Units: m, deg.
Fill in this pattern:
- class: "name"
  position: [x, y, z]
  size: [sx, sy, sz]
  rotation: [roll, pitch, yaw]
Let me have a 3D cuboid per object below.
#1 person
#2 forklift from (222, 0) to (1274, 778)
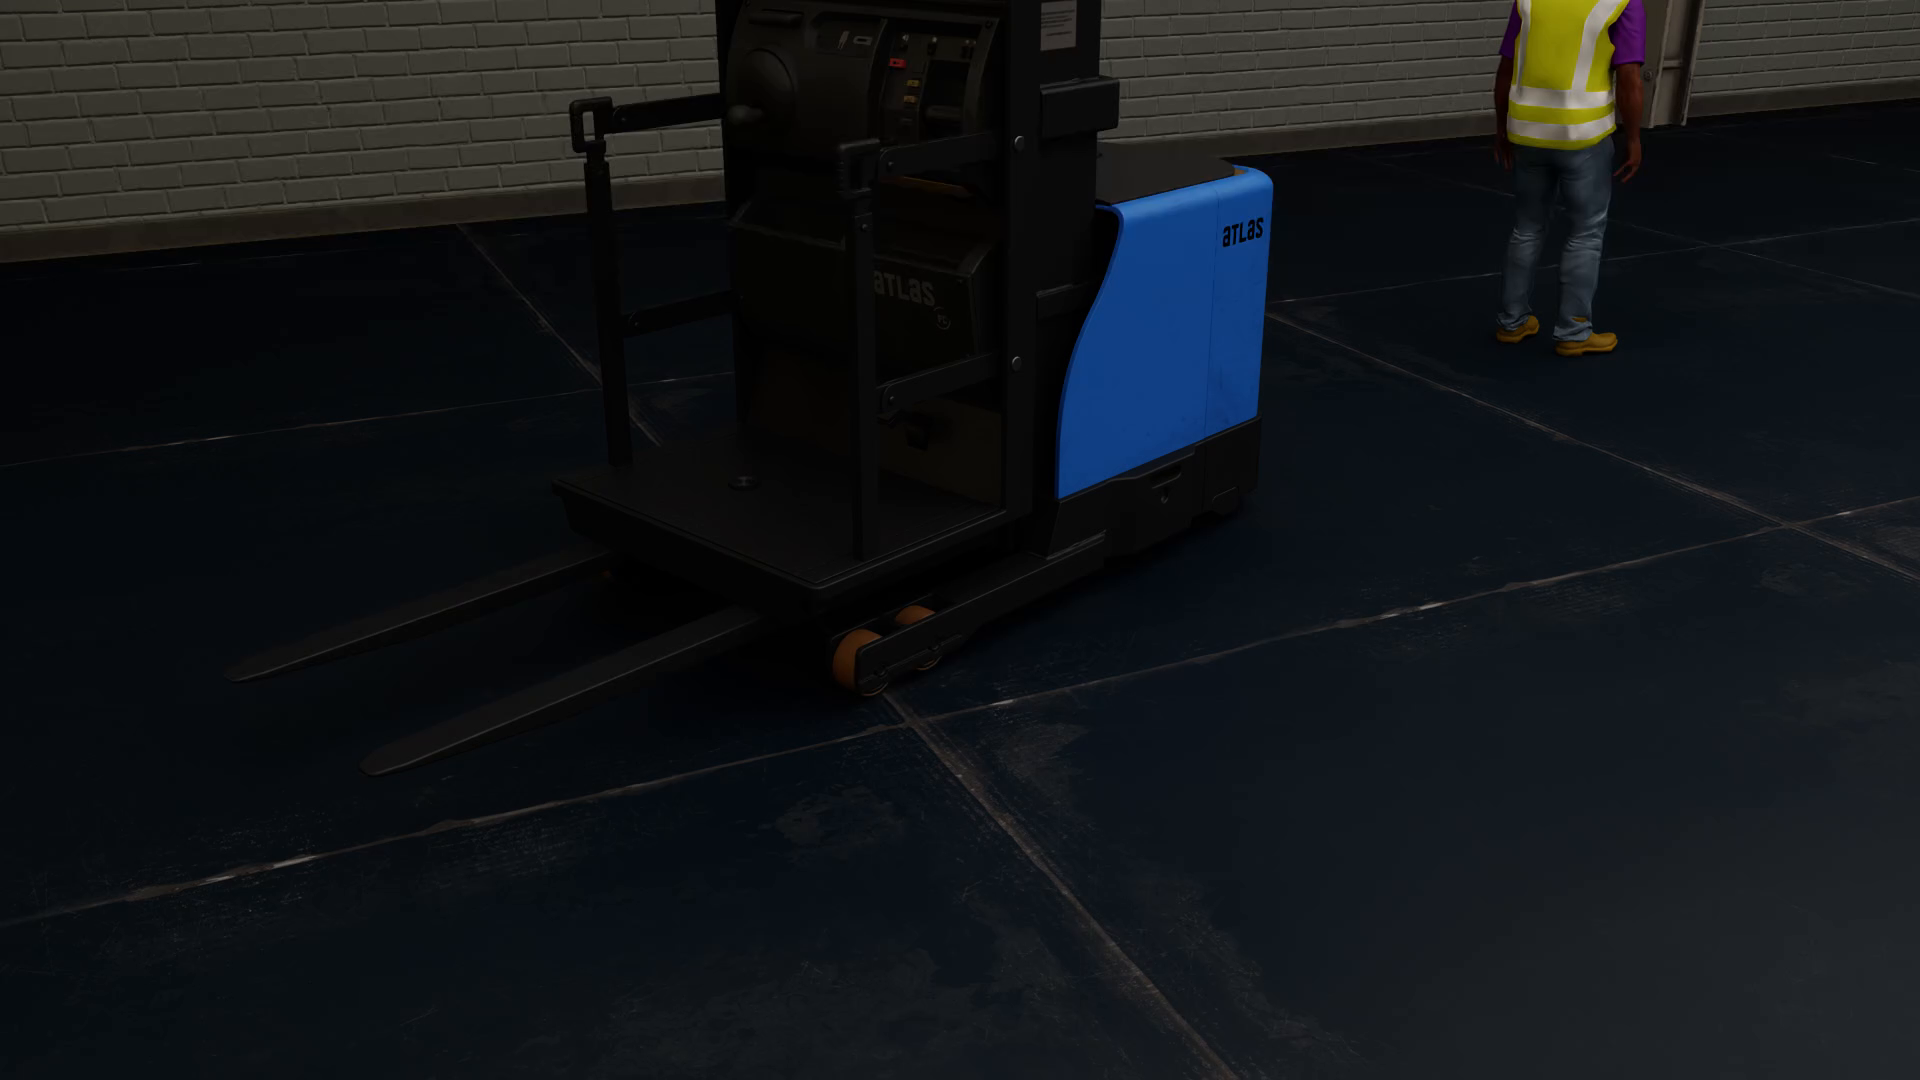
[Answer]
- class: "person"
  position: [2.486, -1.660, 6.816]
  size: [0.461, 1.759, 0.631]
  rotation: [-20, 30, -39]
- class: "forklift"
  position: [-0.413, -1.182, 4.131]
  size: [1.130, 2.935, 3.031]
  rotation: [19, 29, 39]
